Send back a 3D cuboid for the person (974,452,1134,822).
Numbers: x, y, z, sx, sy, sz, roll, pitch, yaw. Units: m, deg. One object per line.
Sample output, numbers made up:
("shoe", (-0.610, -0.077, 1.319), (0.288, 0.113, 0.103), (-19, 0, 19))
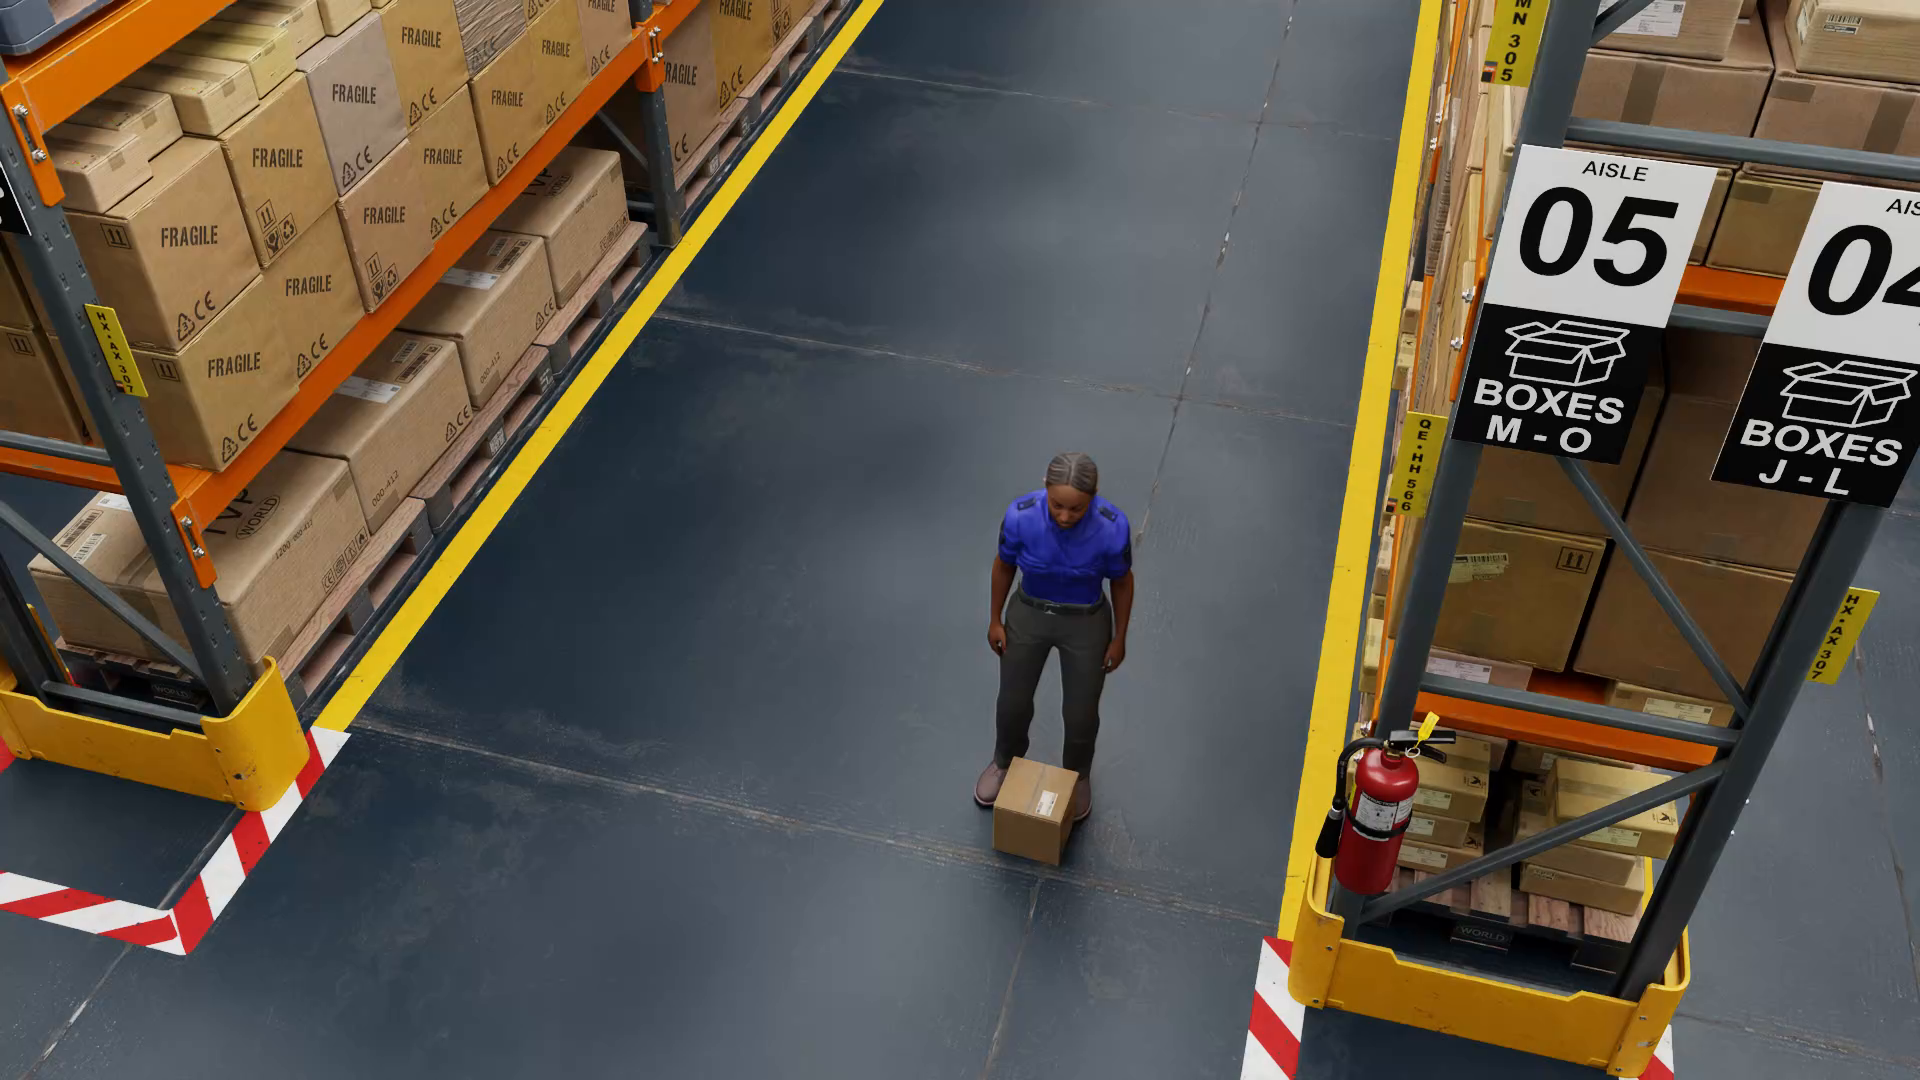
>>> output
("person", (0.330, 0.318, 5.812), (0.521, 1.639, 0.348), (8, 42, 9))
